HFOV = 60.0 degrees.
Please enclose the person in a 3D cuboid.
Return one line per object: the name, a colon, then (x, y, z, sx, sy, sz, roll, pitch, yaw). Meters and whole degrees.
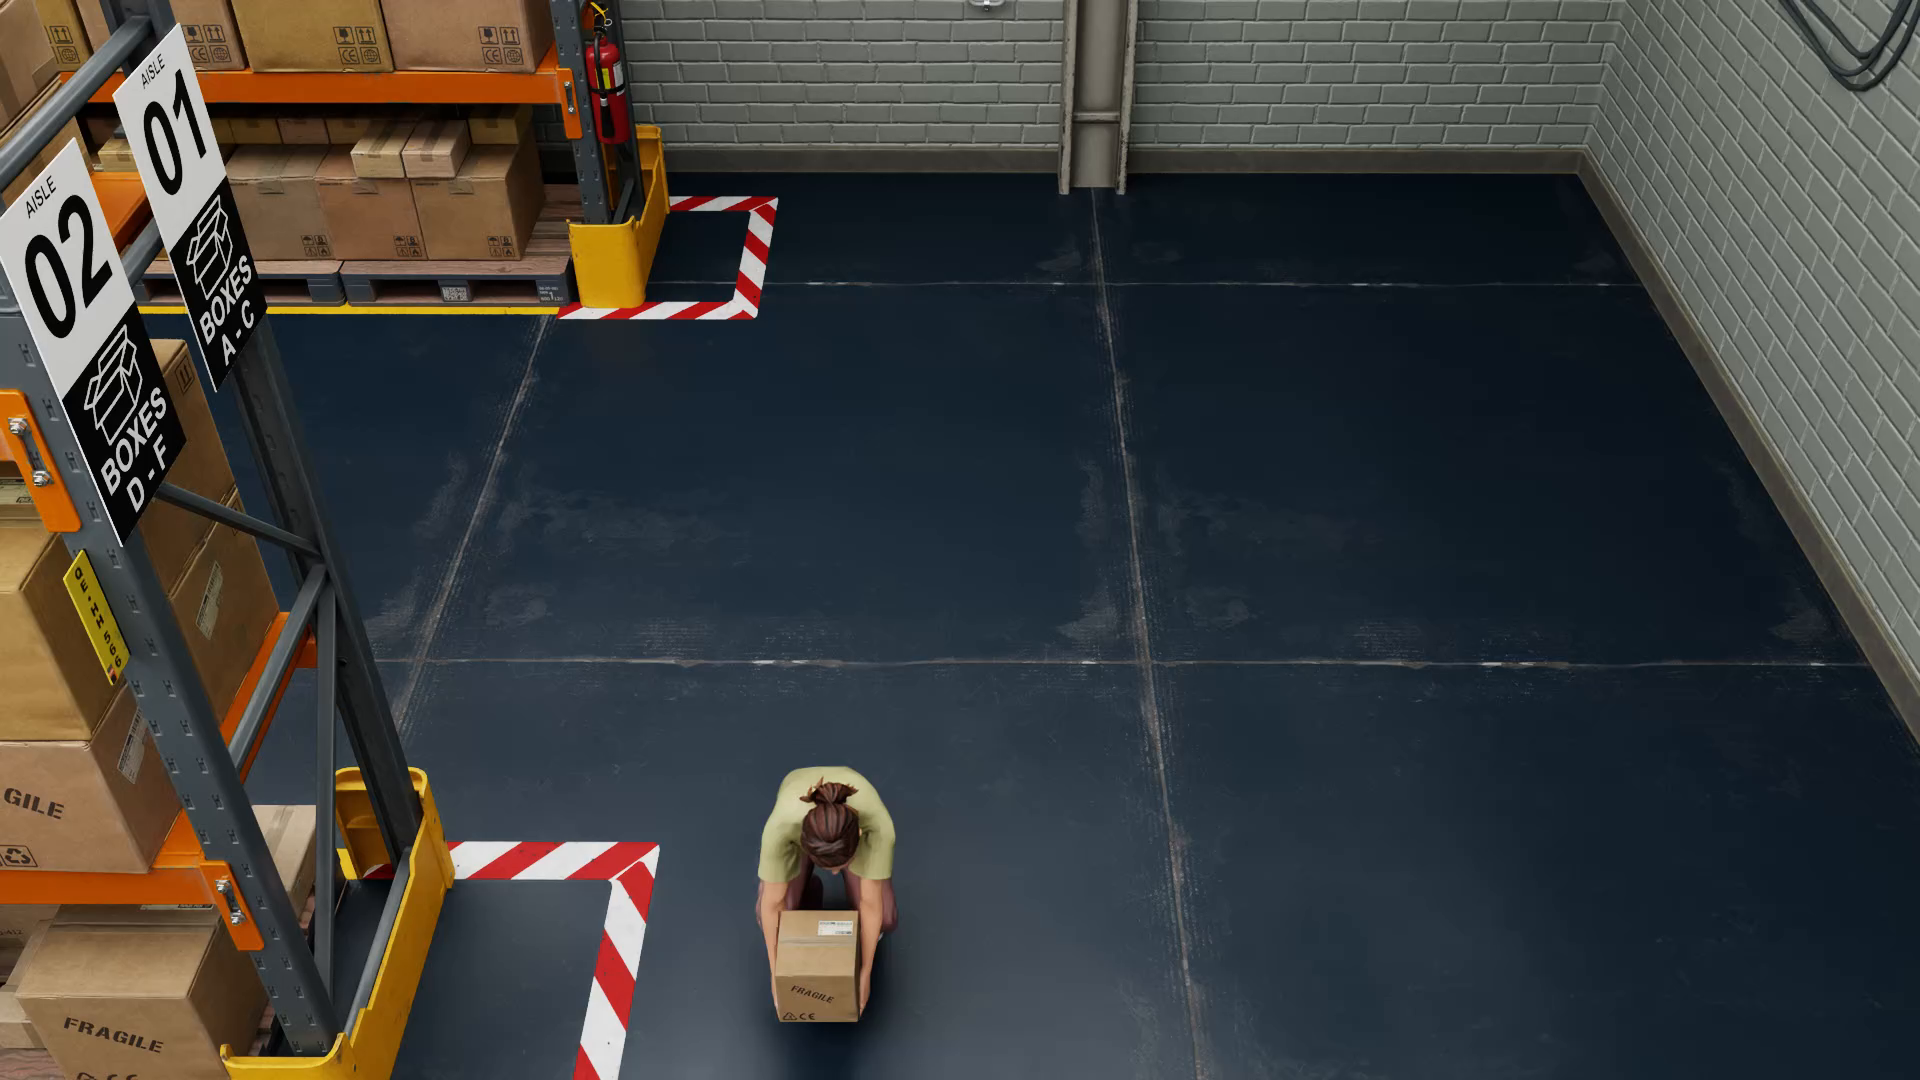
person: (-0.438, 1.053, 5.473, 0.467, 0.940, 0.807, 0, 40, -1)
